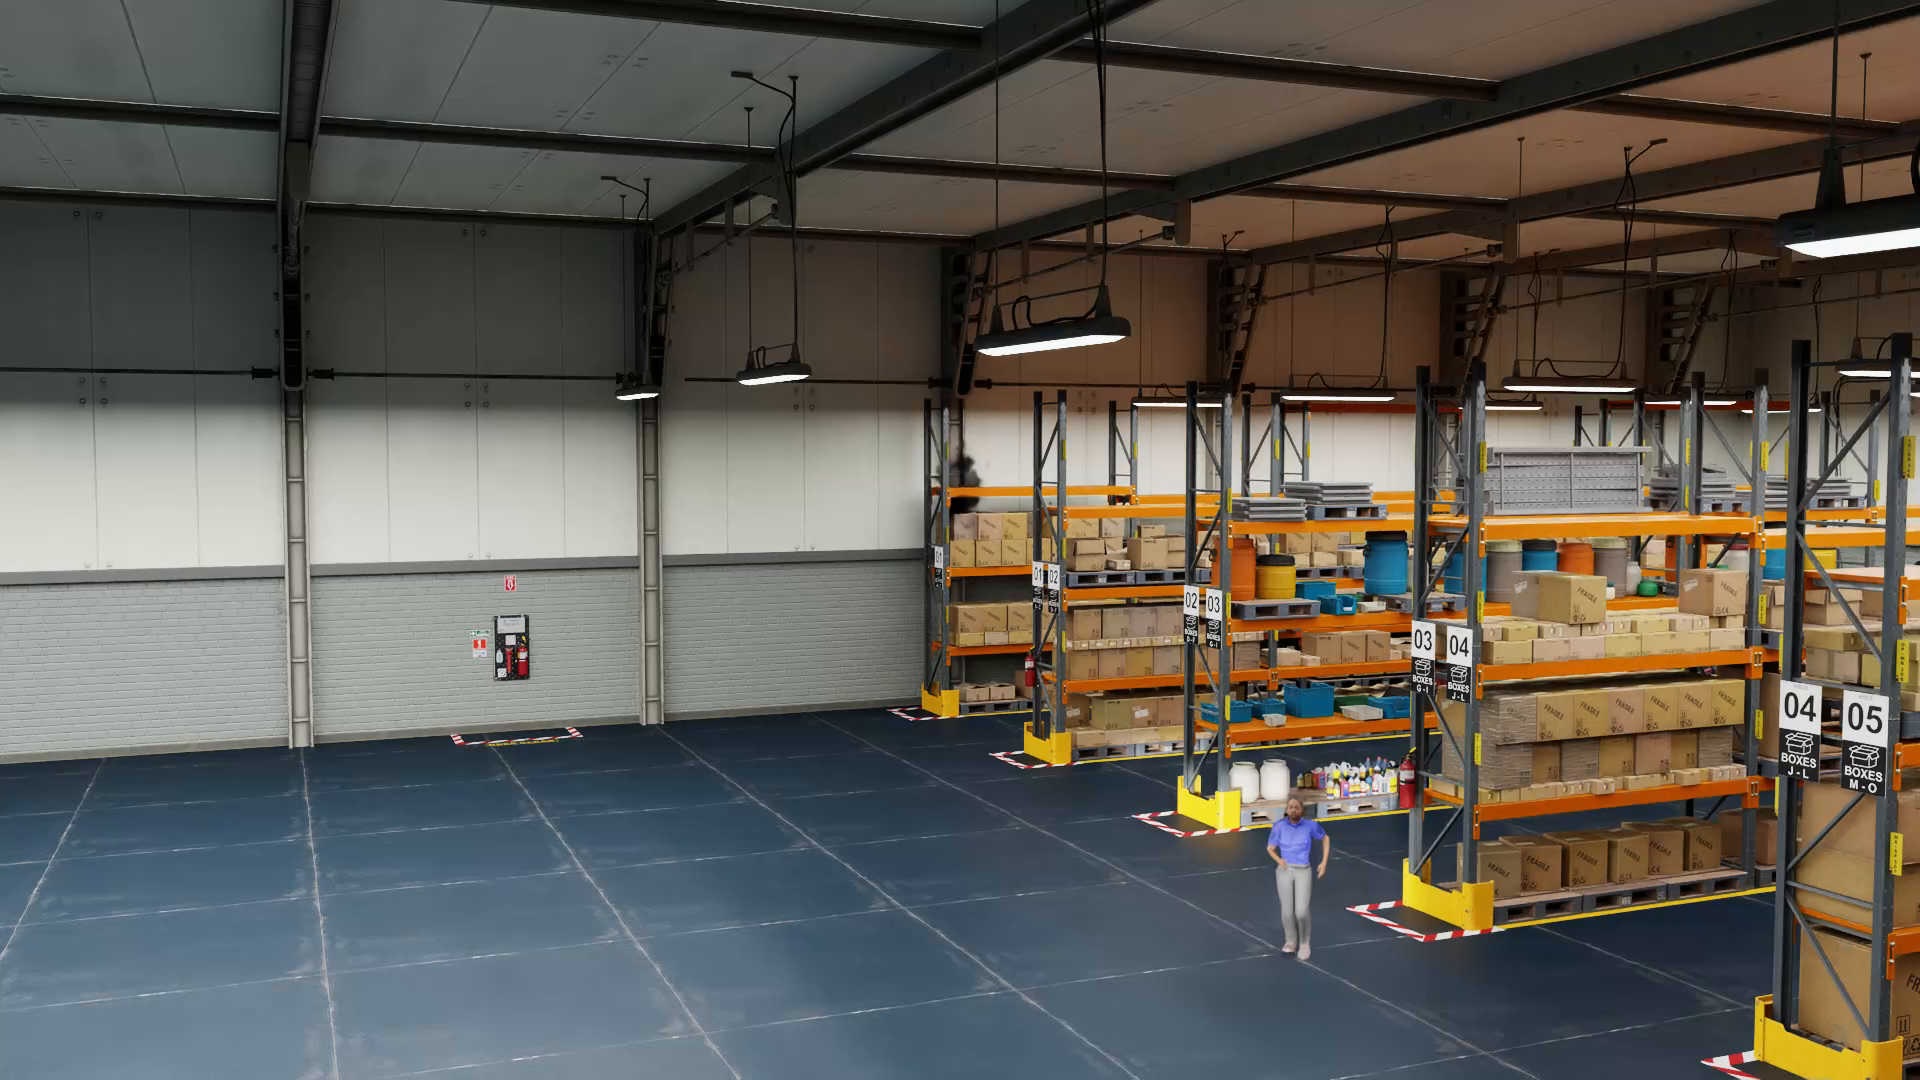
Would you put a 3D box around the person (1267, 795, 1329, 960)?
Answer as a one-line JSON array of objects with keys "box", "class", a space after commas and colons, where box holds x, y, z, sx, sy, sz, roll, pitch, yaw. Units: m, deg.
[{"box": [3.357, 3.379, 16.580, 0.598, 1.672, 0.659, 1, 4, 16], "class": "person"}]
